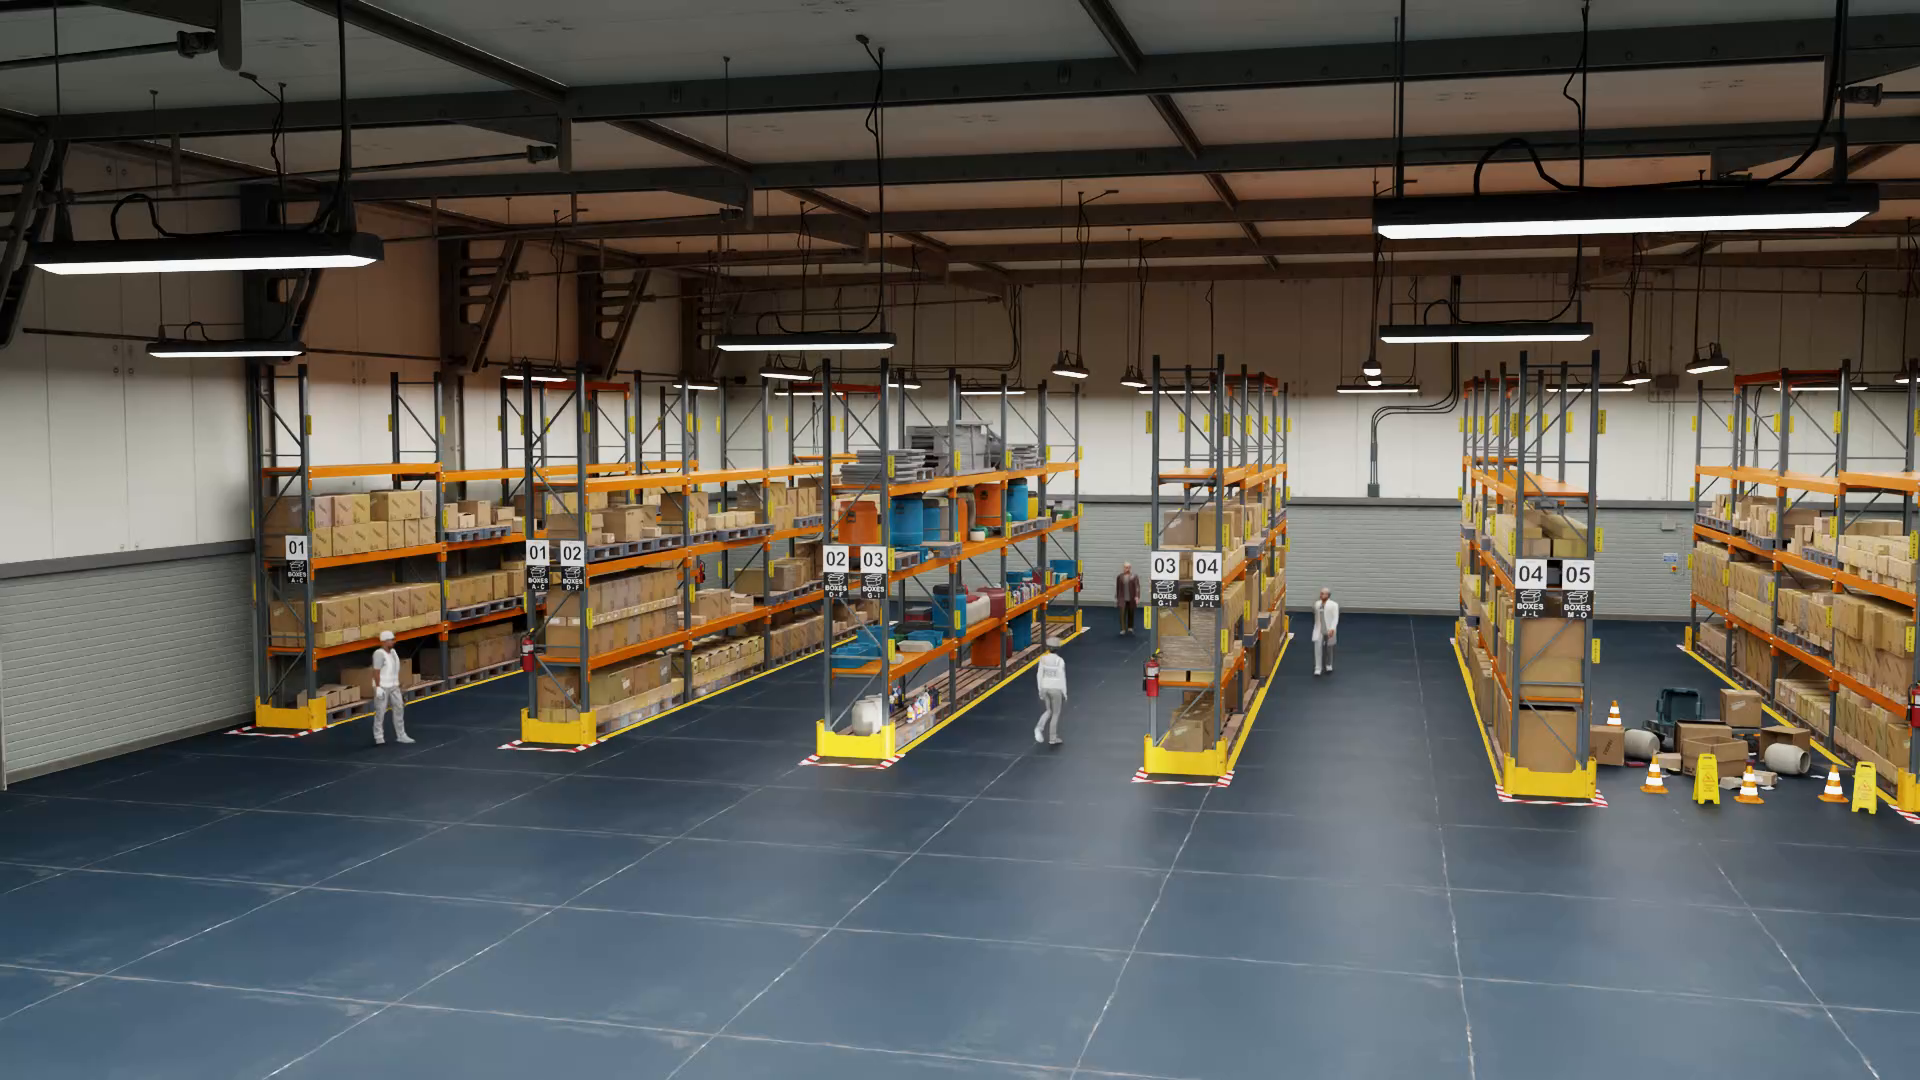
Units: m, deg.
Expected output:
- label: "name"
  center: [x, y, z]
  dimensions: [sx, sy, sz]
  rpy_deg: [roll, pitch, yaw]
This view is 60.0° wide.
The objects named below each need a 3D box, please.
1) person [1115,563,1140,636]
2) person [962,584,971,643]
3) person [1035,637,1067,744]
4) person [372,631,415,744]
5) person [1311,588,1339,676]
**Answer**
- label: "person"
  center: [3.973, 1.402, 39.515]
  dimensions: [0.607, 1.727, 1.129]
  rpy_deg: [0, 4, 7]
- label: "person"
  center: [-0.089, 1.572, 37.422]
  dimensions: [0.658, 1.664, 0.958]
  rpy_deg: [3, 5, 38]
- label: "person"
  center: [1.420, 2.355, 25.975]
  dimensions: [0.497, 1.684, 0.481]
  rpy_deg: [-4, 5, -43]
- label: "person"
  center: [-8.958, 2.320, 26.132]
  dimensions: [0.579, 1.791, 0.617]
  rpy_deg: [2, 4, 24]
- label: "person"
  center: [7.302, 1.831, 33.265]
  dimensions: [0.530, 1.725, 1.128]
  rpy_deg: [1, 4, 15]
